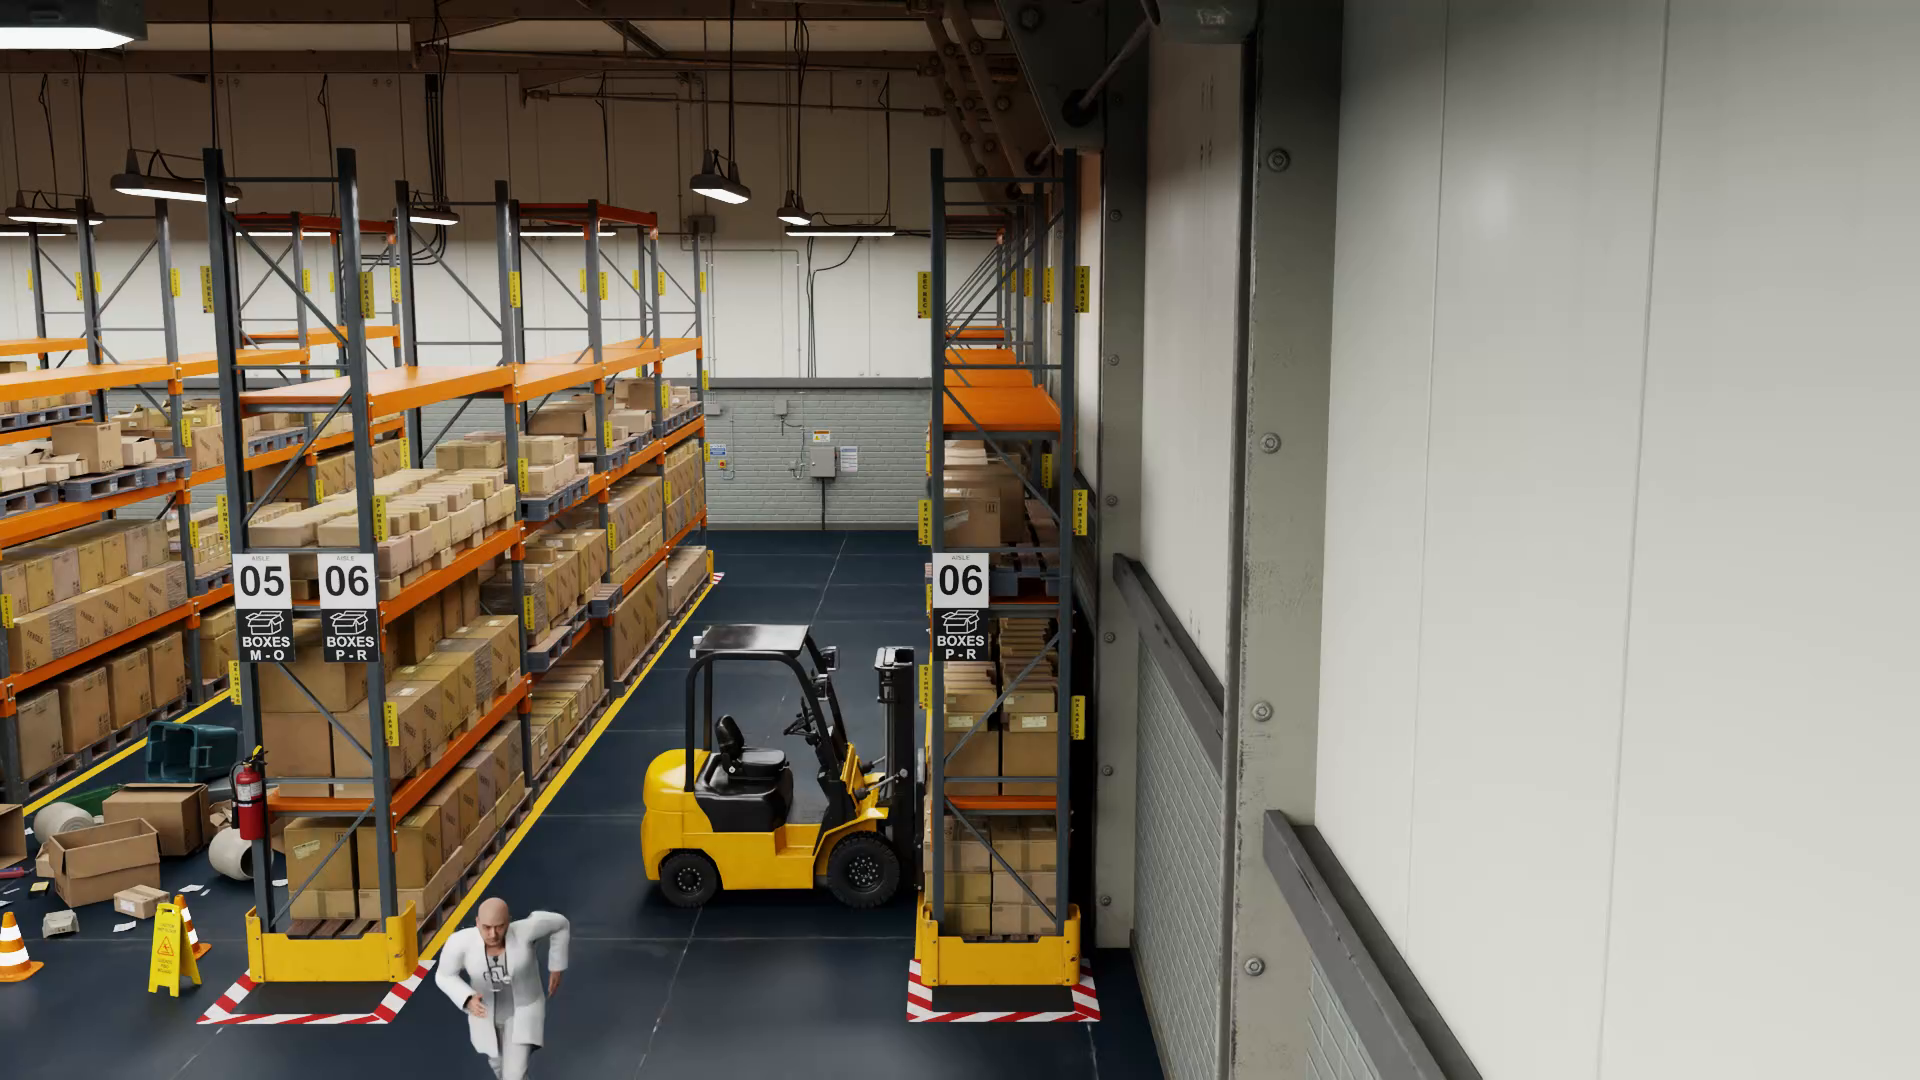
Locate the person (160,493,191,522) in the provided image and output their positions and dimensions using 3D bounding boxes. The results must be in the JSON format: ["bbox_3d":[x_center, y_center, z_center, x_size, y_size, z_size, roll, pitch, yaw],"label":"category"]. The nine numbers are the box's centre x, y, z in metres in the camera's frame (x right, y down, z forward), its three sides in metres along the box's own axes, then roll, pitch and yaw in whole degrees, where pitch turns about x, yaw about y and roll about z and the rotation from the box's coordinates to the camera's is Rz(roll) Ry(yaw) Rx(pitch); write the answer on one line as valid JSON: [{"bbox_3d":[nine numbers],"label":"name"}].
[{"bbox_3d":[-12.940,0.046,27.480,0.552,1.480,0.598,-4,10,-22],"label":"person"}]

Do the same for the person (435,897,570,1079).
[{"bbox_3d":[-2.669,2.815,9.822,0.752,1.744,1.066,-2,9,-10],"label":"person"}]
